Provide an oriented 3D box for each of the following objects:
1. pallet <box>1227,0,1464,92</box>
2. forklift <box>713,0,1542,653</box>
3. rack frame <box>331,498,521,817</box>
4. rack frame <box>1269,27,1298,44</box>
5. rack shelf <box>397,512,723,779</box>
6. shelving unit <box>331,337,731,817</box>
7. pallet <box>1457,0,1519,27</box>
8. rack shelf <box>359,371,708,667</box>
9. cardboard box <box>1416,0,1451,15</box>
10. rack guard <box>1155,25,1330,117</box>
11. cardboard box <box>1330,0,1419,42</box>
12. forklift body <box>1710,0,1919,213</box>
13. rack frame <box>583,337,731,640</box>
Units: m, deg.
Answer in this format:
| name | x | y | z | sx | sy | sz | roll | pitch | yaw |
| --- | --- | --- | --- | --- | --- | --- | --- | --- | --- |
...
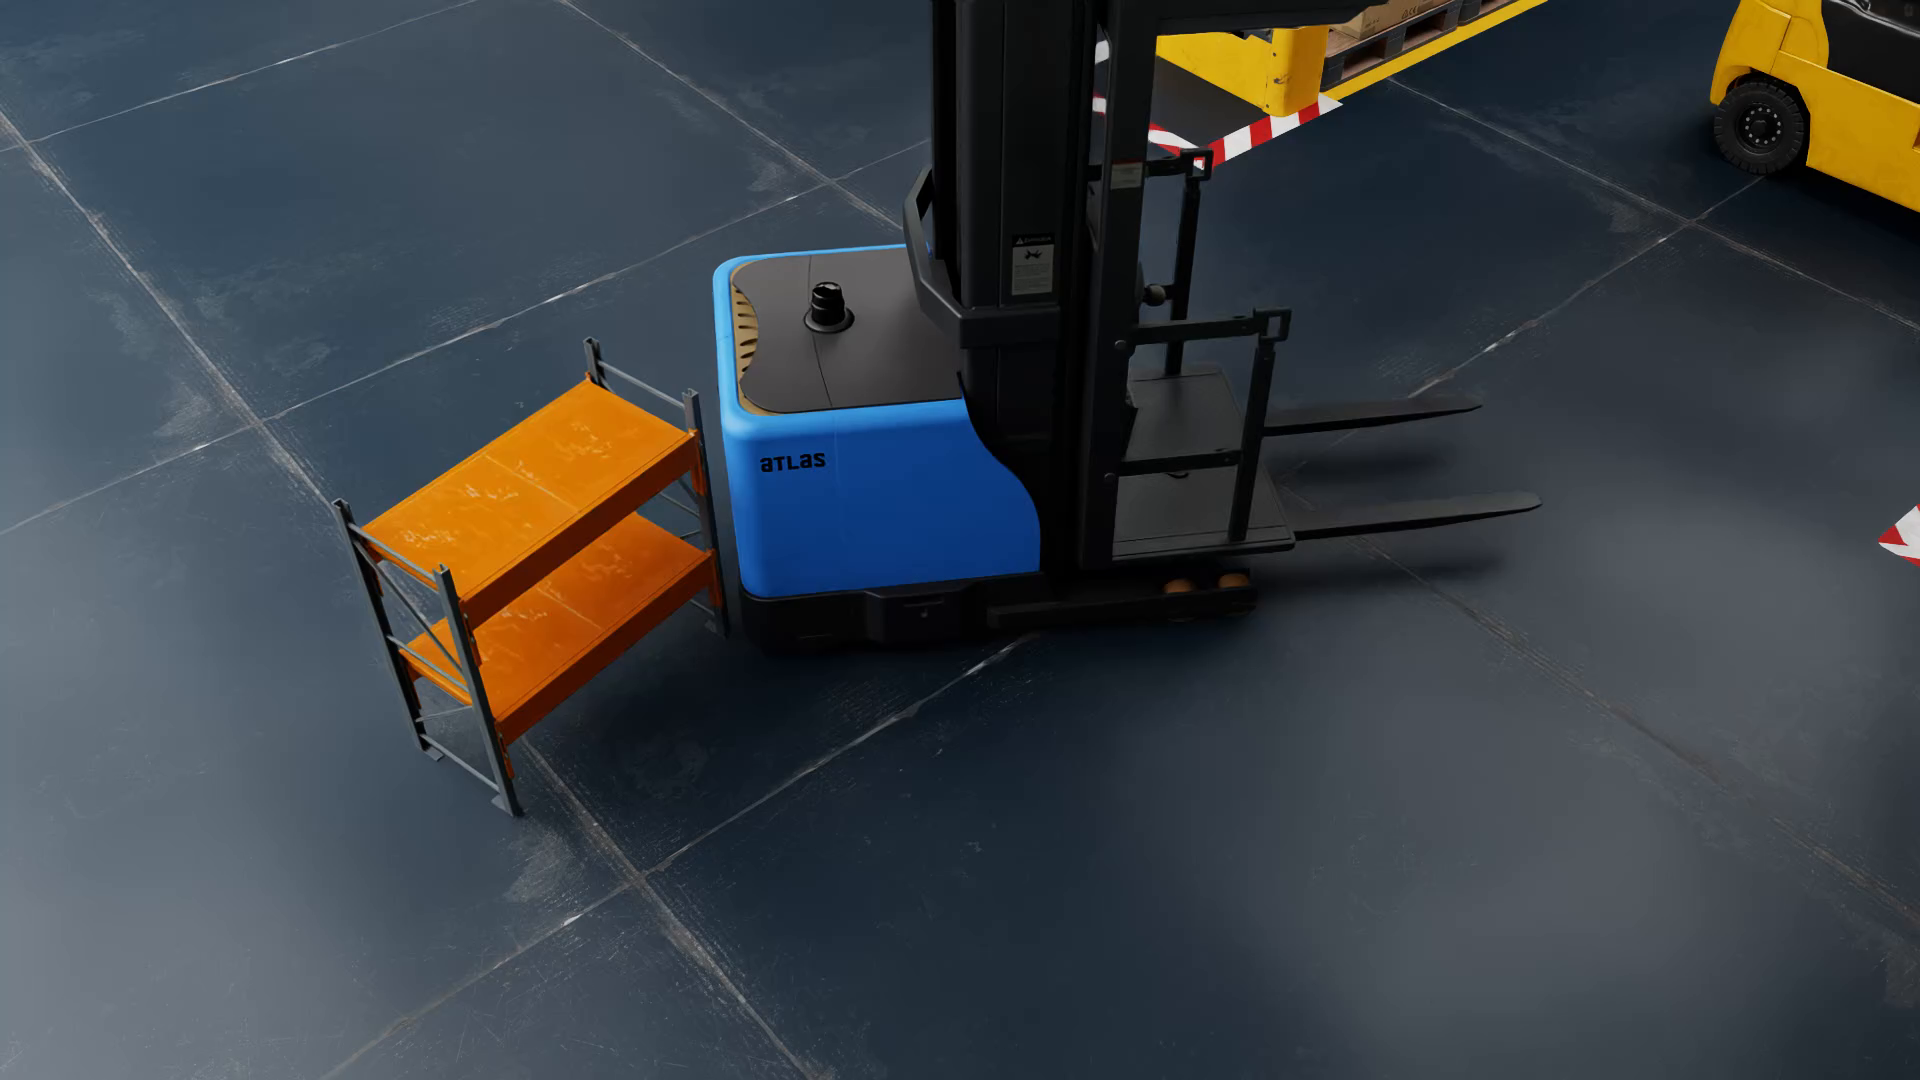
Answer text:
| name | x | y | z | sx | sy | sz | roll | pitch | yaw |
| --- | --- | --- | --- | --- | --- | --- | --- | --- | --- |
| pallet | 2.108 | -3.036 | 9.553 | 1.213 | 0.211 | 1.003 | -30 | 51 | -28 |
| forklift | 0.659 | -1.120 | 5.527 | 3.031 | 2.935 | 1.130 | -6 | 43 | -6 |
| rack frame | -1.664 | 0.396 | 5.232 | 0.500 | 1.125 | 0.032 | 28 | 50 | 26 |
| rack frame | 1.404 | -3.681 | 8.203 | 0.127 | 3.000 | 1.000 | -30 | 51 | -28 |
| rack shelf | -1.356 | 0.297 | 5.694 | 0.538 | 0.278 | 1.000 | 28 | 50 | 26 |
| shelving unit | -1.356 | 0.119 | 5.527 | 0.538 | 1.125 | 1.048 | 28 | 50 | 26 |
| pallet | 3.043 | -3.569 | 10.121 | 1.213 | 0.211 | 1.003 | -30 | 51 | -28 |
| rack shelf | -1.356 | -0.094 | 5.326 | 0.538 | 0.278 | 1.000 | 28 | 50 | 26 |
| cardboard box | 2.596 | -3.261 | 9.458 | 0.500 | 0.250 | 0.500 | -28 | 50 | -27 |
| rack guard | 1.462 | -2.803 | 9.094 | 0.348 | 0.500 | 1.175 | -30 | 51 | -28 |
| cardboard box | 2.200 | -3.041 | 9.223 | 0.500 | 0.250 | 0.500 | -30 | 51 | -28 |
| forklift body | 4.875 | -2.557 | 7.627 | 1.214 | 2.155 | 2.313 | -30 | 51 | -28 |
| rack frame | -1.048 | -0.158 | 5.821 | 0.500 | 1.125 | 0.032 | 28 | 50 | 26 |
